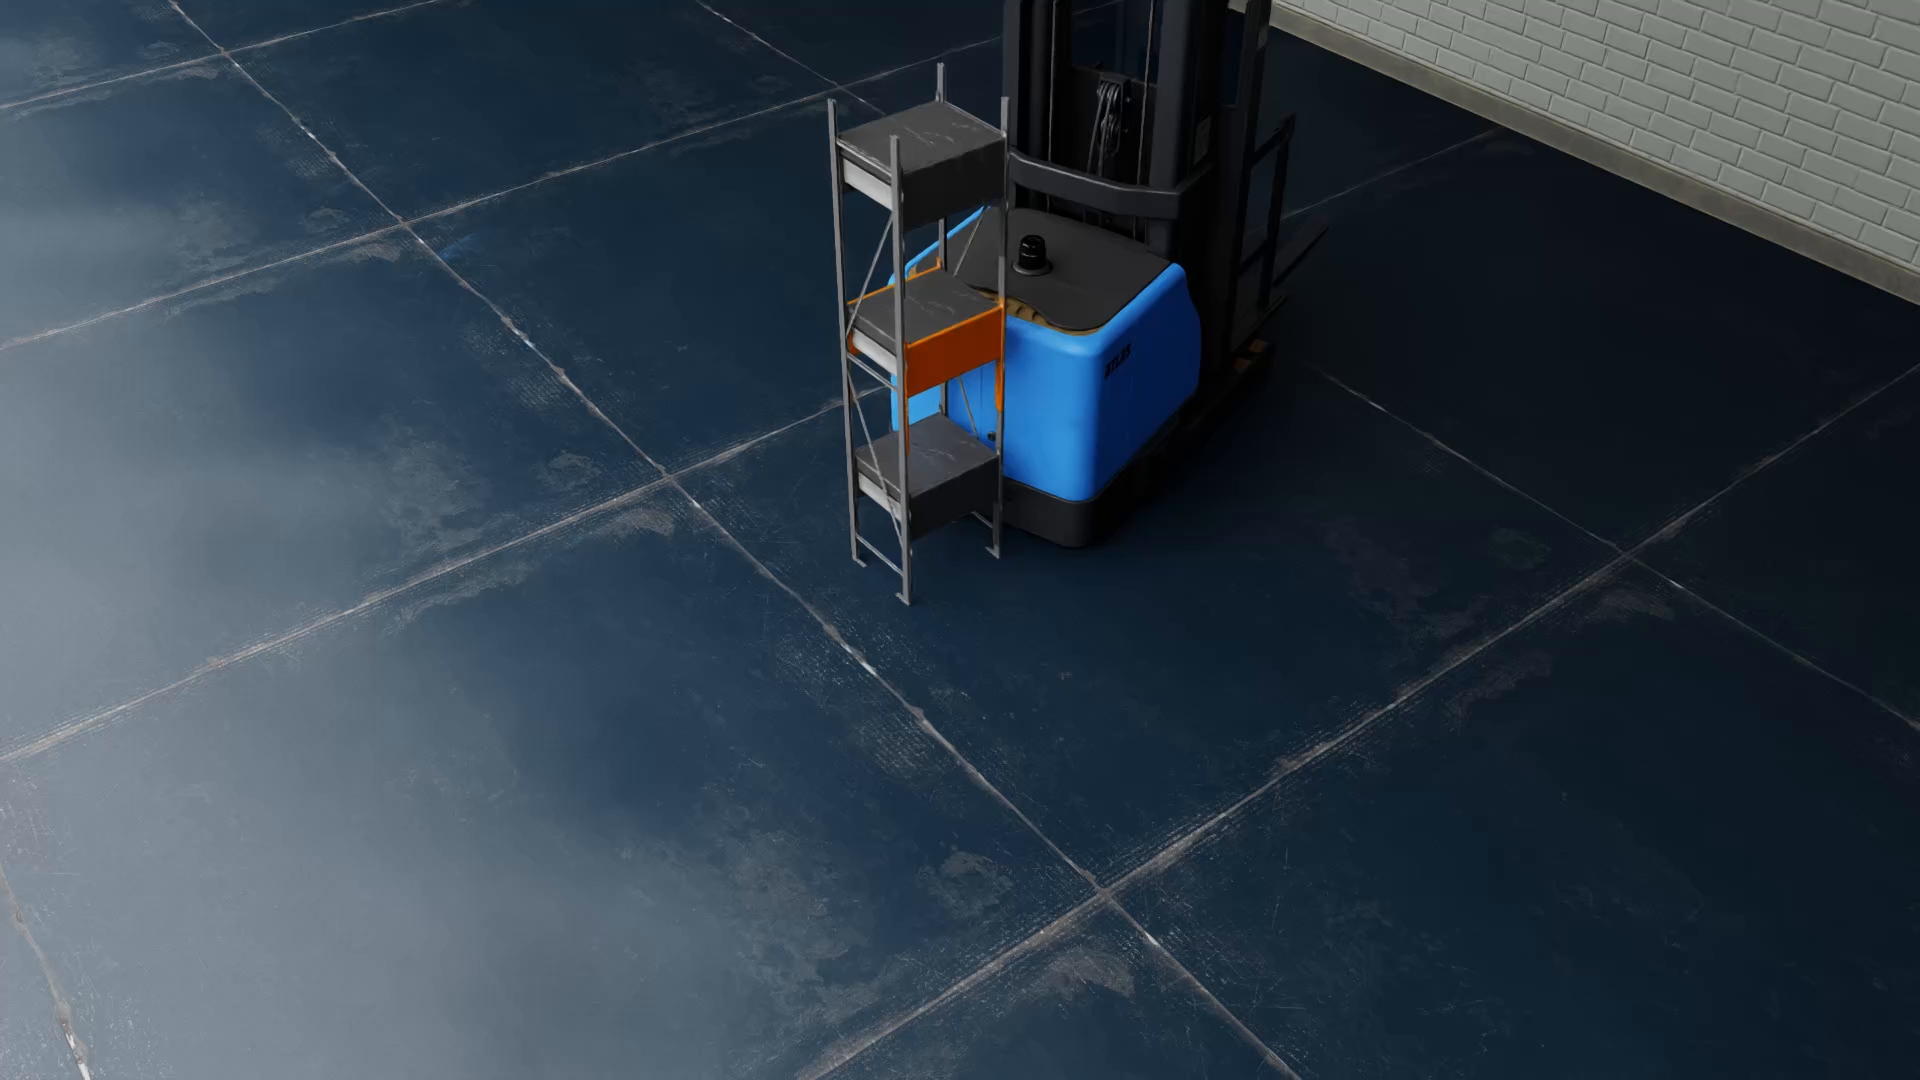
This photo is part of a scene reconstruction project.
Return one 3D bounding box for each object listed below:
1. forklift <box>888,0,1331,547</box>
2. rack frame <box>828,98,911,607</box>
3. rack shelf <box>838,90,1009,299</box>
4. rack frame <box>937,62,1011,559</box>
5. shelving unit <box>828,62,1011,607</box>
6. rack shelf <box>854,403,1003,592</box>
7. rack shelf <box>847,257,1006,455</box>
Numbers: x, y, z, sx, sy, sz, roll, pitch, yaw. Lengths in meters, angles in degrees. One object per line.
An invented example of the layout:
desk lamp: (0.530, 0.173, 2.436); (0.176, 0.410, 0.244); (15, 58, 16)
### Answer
forklift: (0.906, -2.006, 7.384); (1.130, 2.935, 3.031); (22, 44, 25)
rack frame: (-0.334, -0.636, 6.370); (0.015, 2.100, 0.400); (-27, 46, -29)
rack shelf: (-0.143, -1.263, 6.052); (0.480, 0.518, 0.431); (-27, 46, -29)
rack frame: (0.048, -0.829, 6.606); (0.015, 2.100, 0.400); (-27, 46, -29)
shelving unit: (-0.143, -0.733, 6.488); (0.503, 2.100, 0.431); (-27, 46, -29)
rack shelf: (-0.143, -0.181, 6.940); (0.480, 0.518, 0.431); (-27, 46, -29)
rack shelf: (-0.143, -0.722, 6.496); (0.480, 0.518, 0.431); (-27, 46, -29)
